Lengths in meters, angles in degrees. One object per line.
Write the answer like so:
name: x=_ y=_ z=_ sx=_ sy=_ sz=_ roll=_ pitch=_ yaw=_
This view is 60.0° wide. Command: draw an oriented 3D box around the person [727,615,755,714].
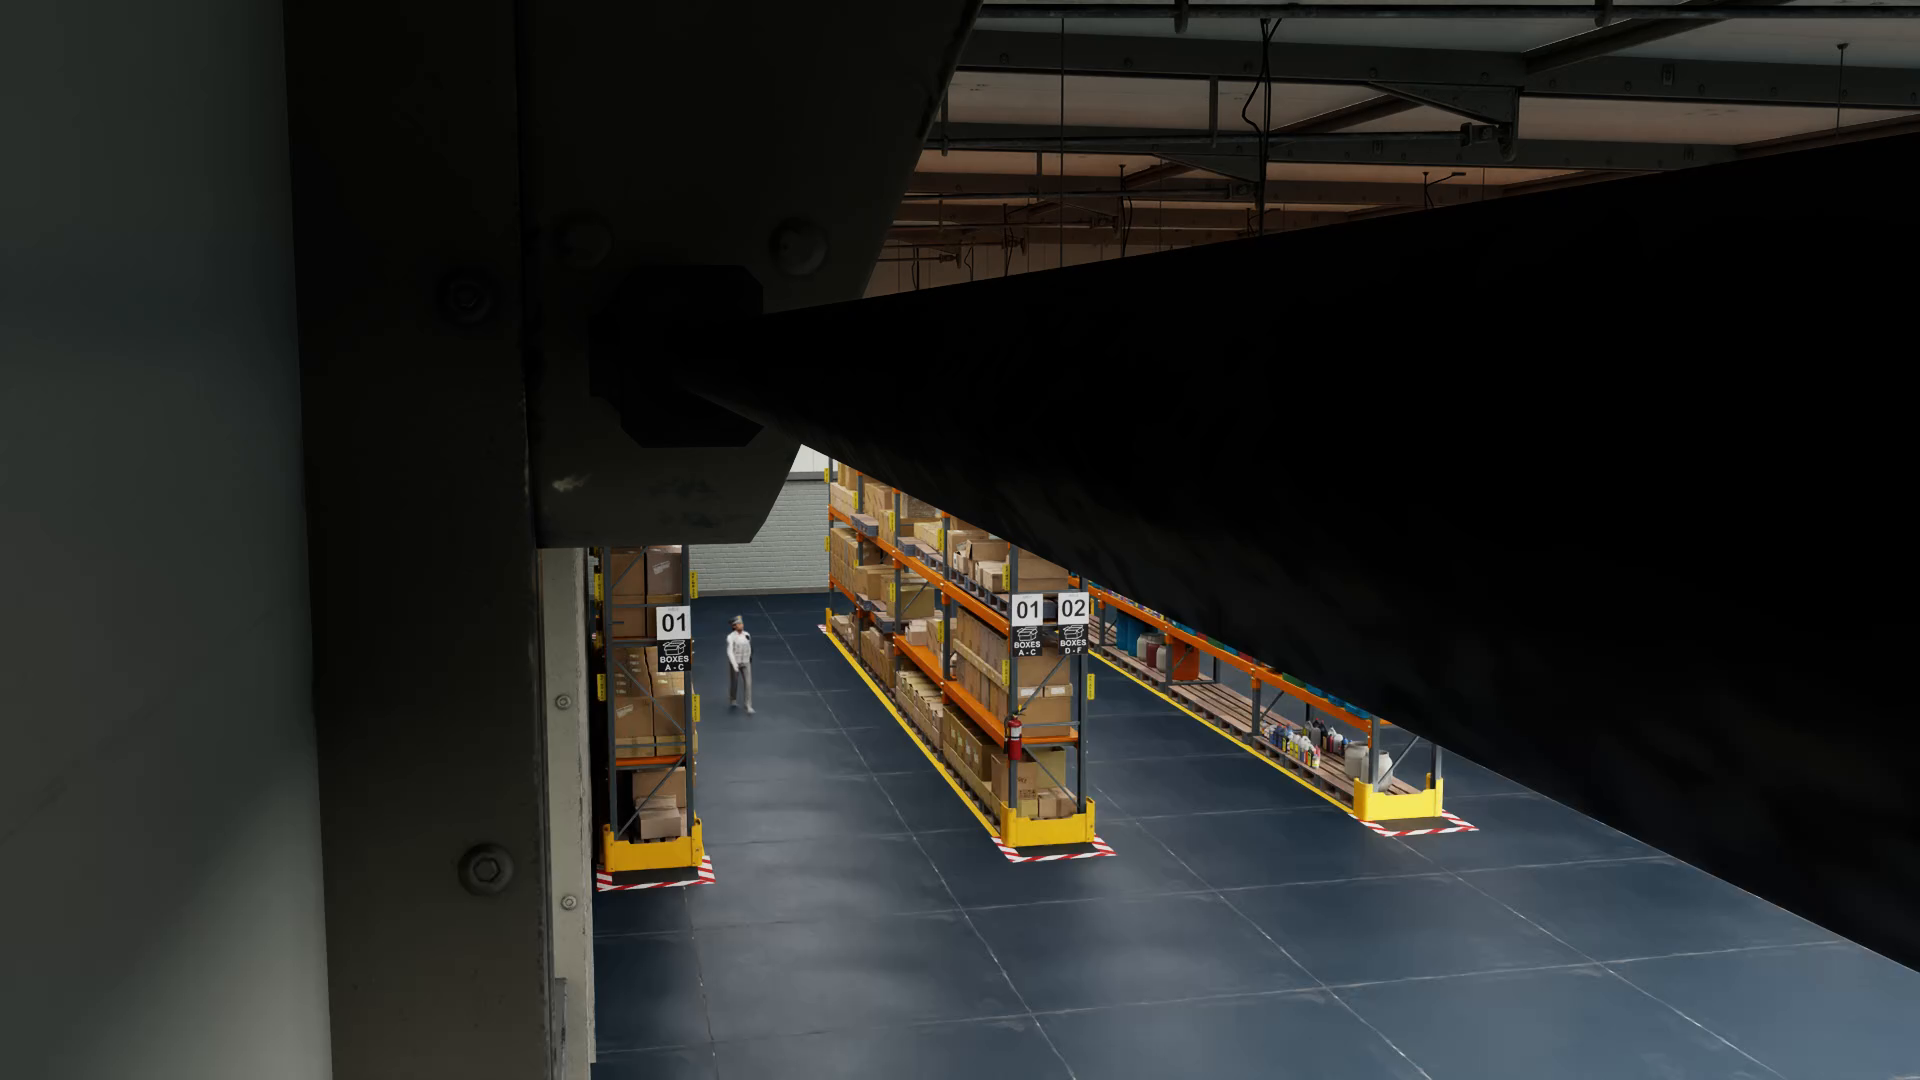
person: x=-3.774 y=2.110 z=28.565 sx=0.472 sy=1.631 sz=0.958 roll=-2 pitch=7 yaw=-20
